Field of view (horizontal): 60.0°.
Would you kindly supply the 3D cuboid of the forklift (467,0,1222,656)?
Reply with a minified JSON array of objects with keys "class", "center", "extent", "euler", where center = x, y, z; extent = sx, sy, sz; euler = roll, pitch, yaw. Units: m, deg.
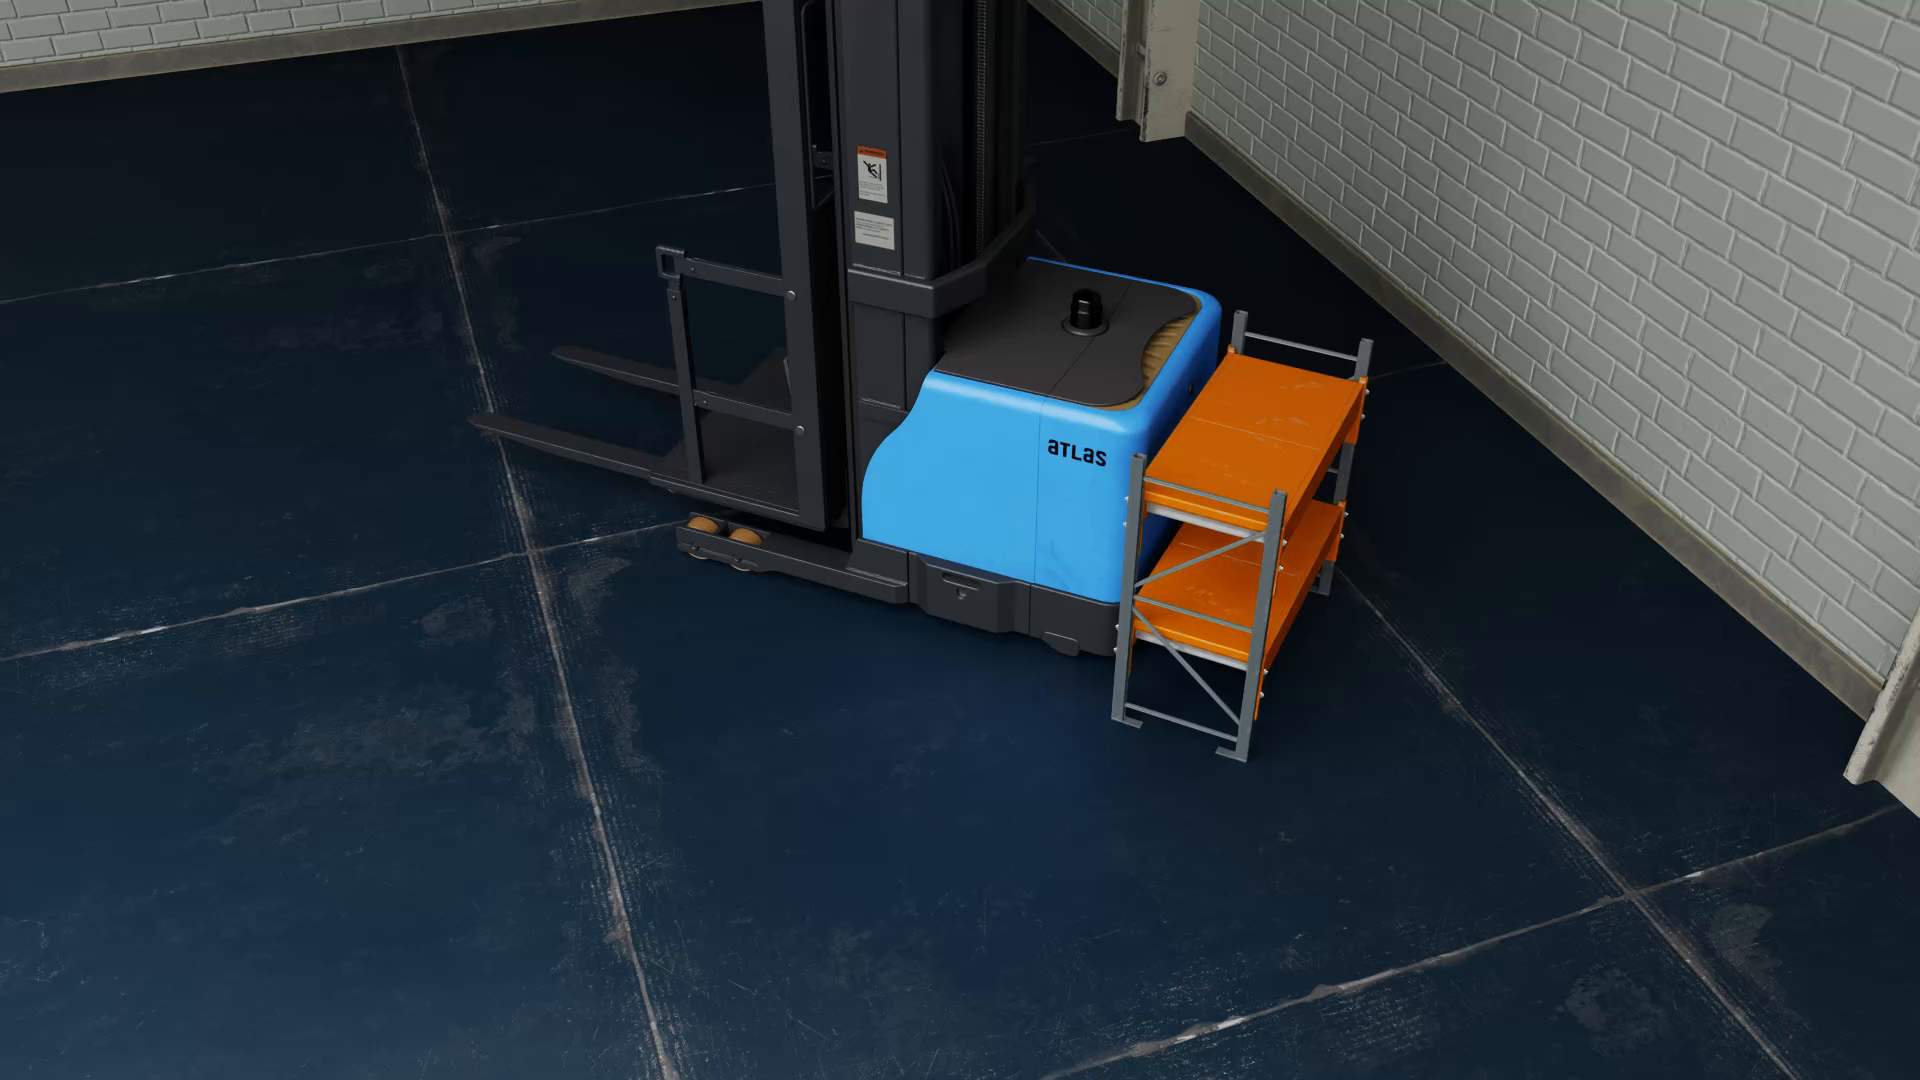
[{"class":"forklift","center":[-0.575,-1.322,6.069],"extent":[3.031,2.935,1.130],"euler":[15,39,19]}]

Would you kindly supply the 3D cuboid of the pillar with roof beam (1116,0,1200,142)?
[{"class":"pillar with roof beam","center":[-2.877,-5.213,6.191],"extent":[9.100,9.000,0.400],"euler":[-12,39,-16]}]

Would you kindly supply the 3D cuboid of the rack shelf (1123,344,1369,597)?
[{"class":"rack shelf","center":[0.992,-0.264,5.678],"extent":[0.538,0.278,1.000],"euler":[16,40,20]}]

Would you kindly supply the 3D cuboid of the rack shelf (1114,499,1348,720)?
[{"class":"rack shelf","center":[0.991,0.165,6.002],"extent":[0.538,0.278,1.000],"euler":[16,40,20]}]

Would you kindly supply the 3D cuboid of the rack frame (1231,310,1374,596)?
[{"class":"rack frame","center":[1.214,-0.305,6.219],"extent":[0.500,1.125,0.032],"euler":[16,40,20]}]

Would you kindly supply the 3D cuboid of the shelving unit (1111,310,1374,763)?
[{"class":"shelving unit","center":[0.991,-0.030,5.854],"extent":[0.538,1.125,1.048],"euler":[16,40,20]}]

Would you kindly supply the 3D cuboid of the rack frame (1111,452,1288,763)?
[{"class":"rack frame","center":[0.769,0.245,5.489],"extent":[0.500,1.125,0.032],"euler":[16,40,20]}]
